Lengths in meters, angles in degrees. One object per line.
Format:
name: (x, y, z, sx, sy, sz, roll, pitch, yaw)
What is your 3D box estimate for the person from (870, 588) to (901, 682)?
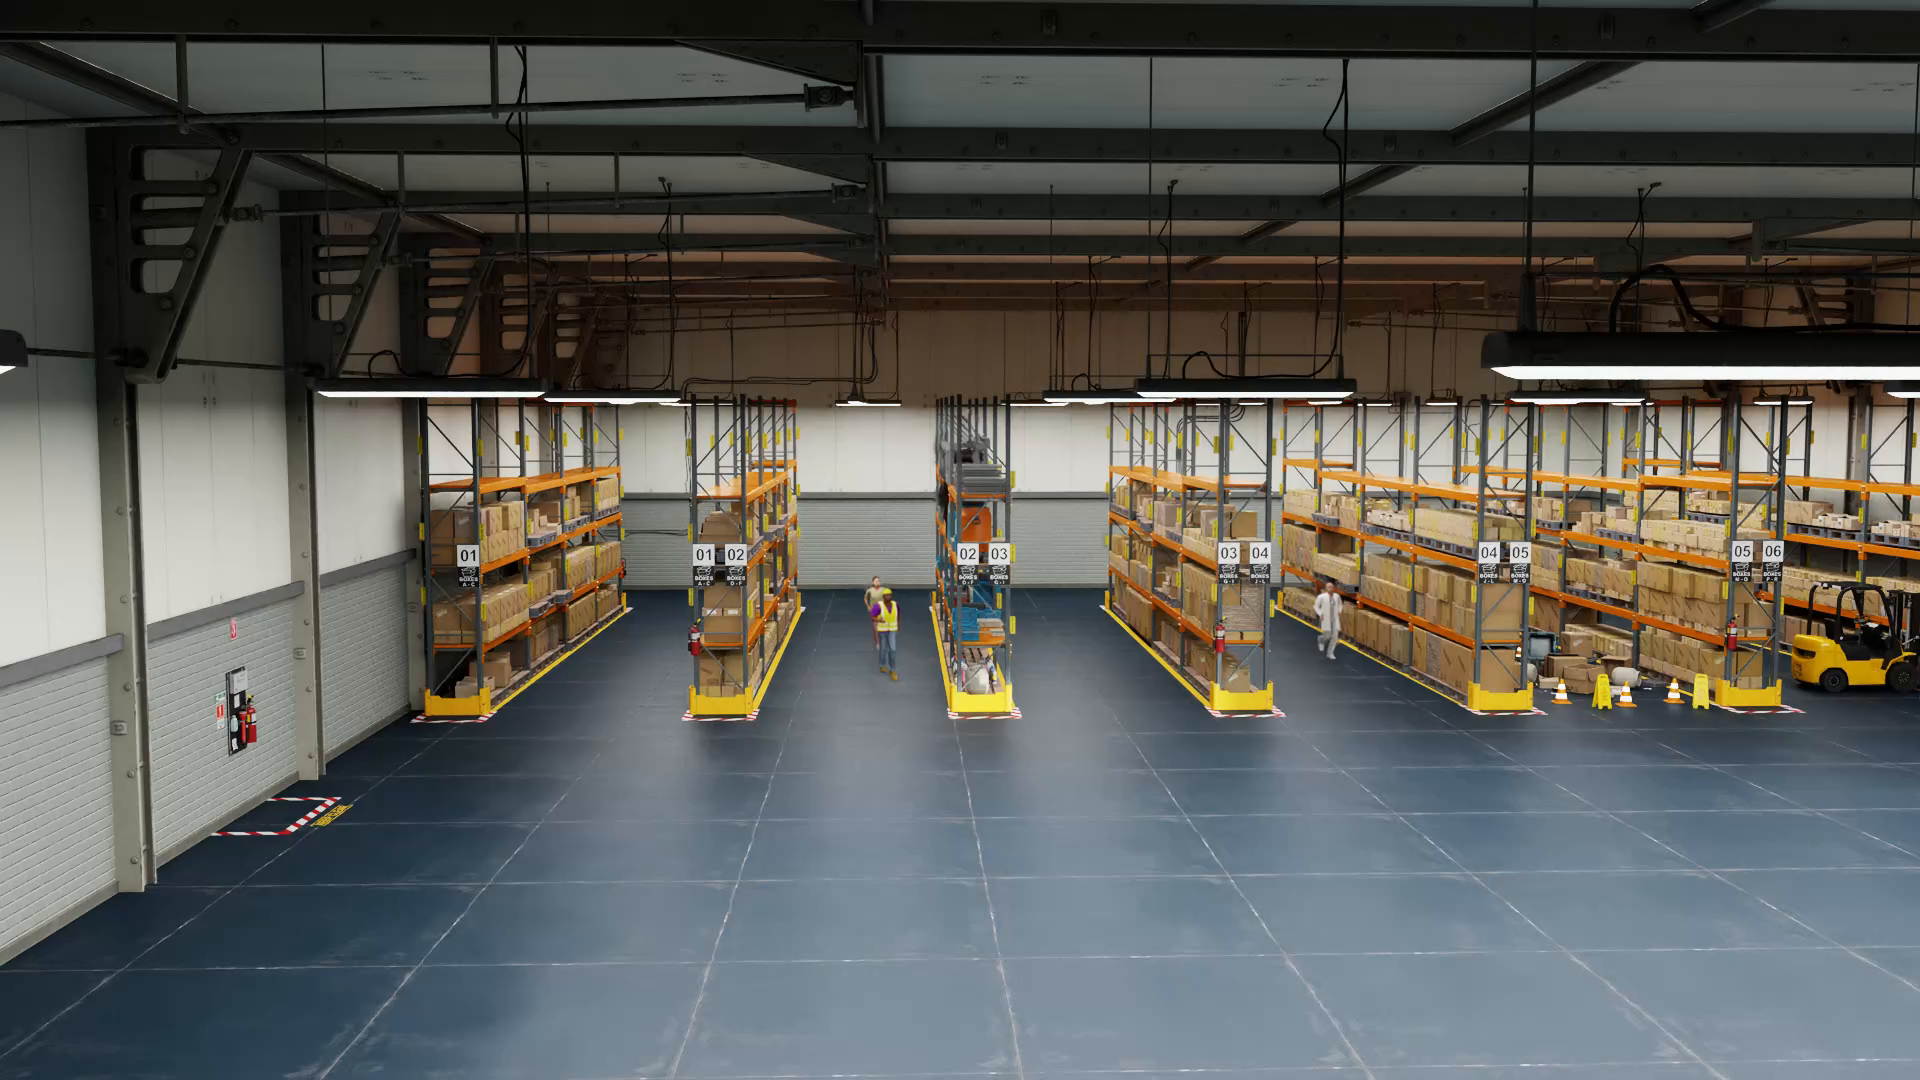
person: (-1.495, 1.921, 33.890, 0.680, 1.886, 0.743, -1, 5, -14)

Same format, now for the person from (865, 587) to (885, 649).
person: (-1.896, 1.761, 37.826, 0.540, 1.390, 0.542, -1, 5, -9)

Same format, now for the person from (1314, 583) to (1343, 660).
person: (8.500, 1.850, 38.281, 0.711, 1.743, 0.756, -1, 5, -9)
